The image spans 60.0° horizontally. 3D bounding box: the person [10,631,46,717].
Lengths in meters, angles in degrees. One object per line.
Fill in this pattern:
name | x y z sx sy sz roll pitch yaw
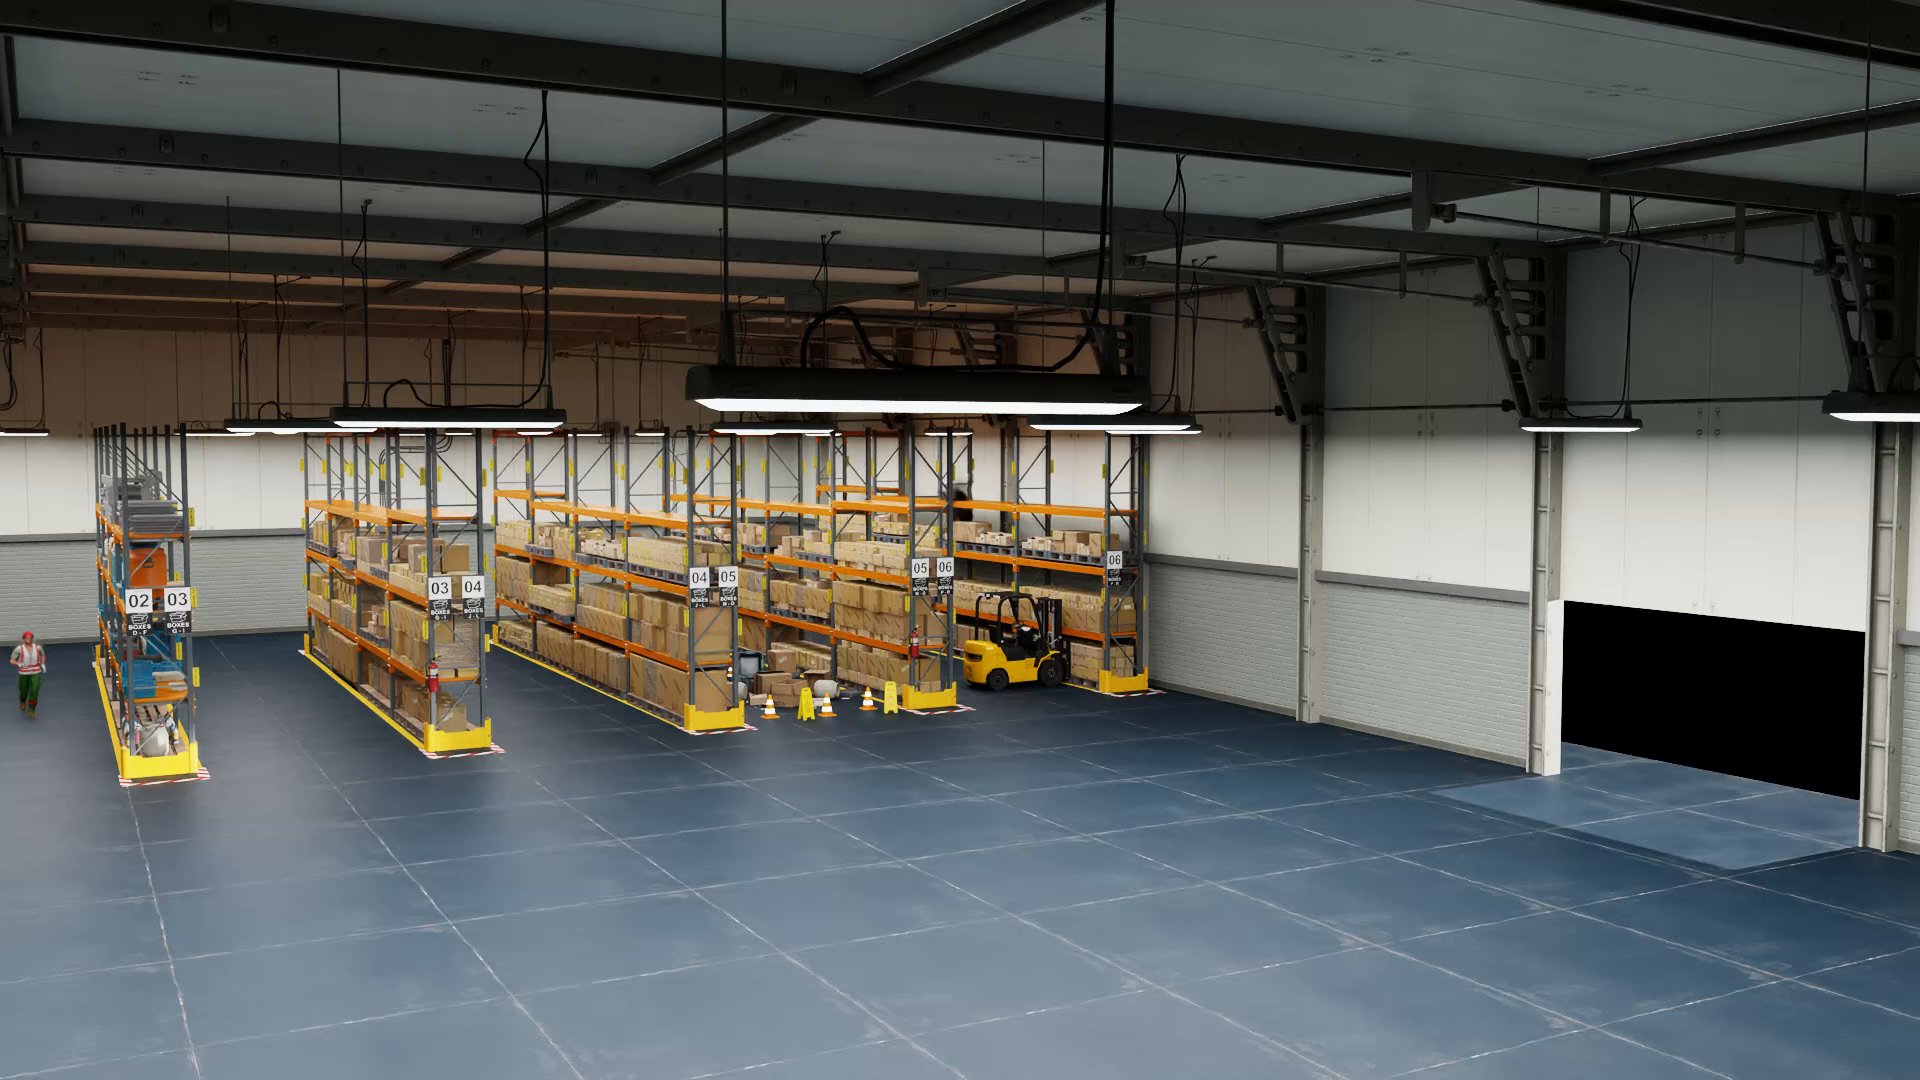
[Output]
person | -19.236 2.759 34.347 0.663 1.757 0.782 -3 4 -39
